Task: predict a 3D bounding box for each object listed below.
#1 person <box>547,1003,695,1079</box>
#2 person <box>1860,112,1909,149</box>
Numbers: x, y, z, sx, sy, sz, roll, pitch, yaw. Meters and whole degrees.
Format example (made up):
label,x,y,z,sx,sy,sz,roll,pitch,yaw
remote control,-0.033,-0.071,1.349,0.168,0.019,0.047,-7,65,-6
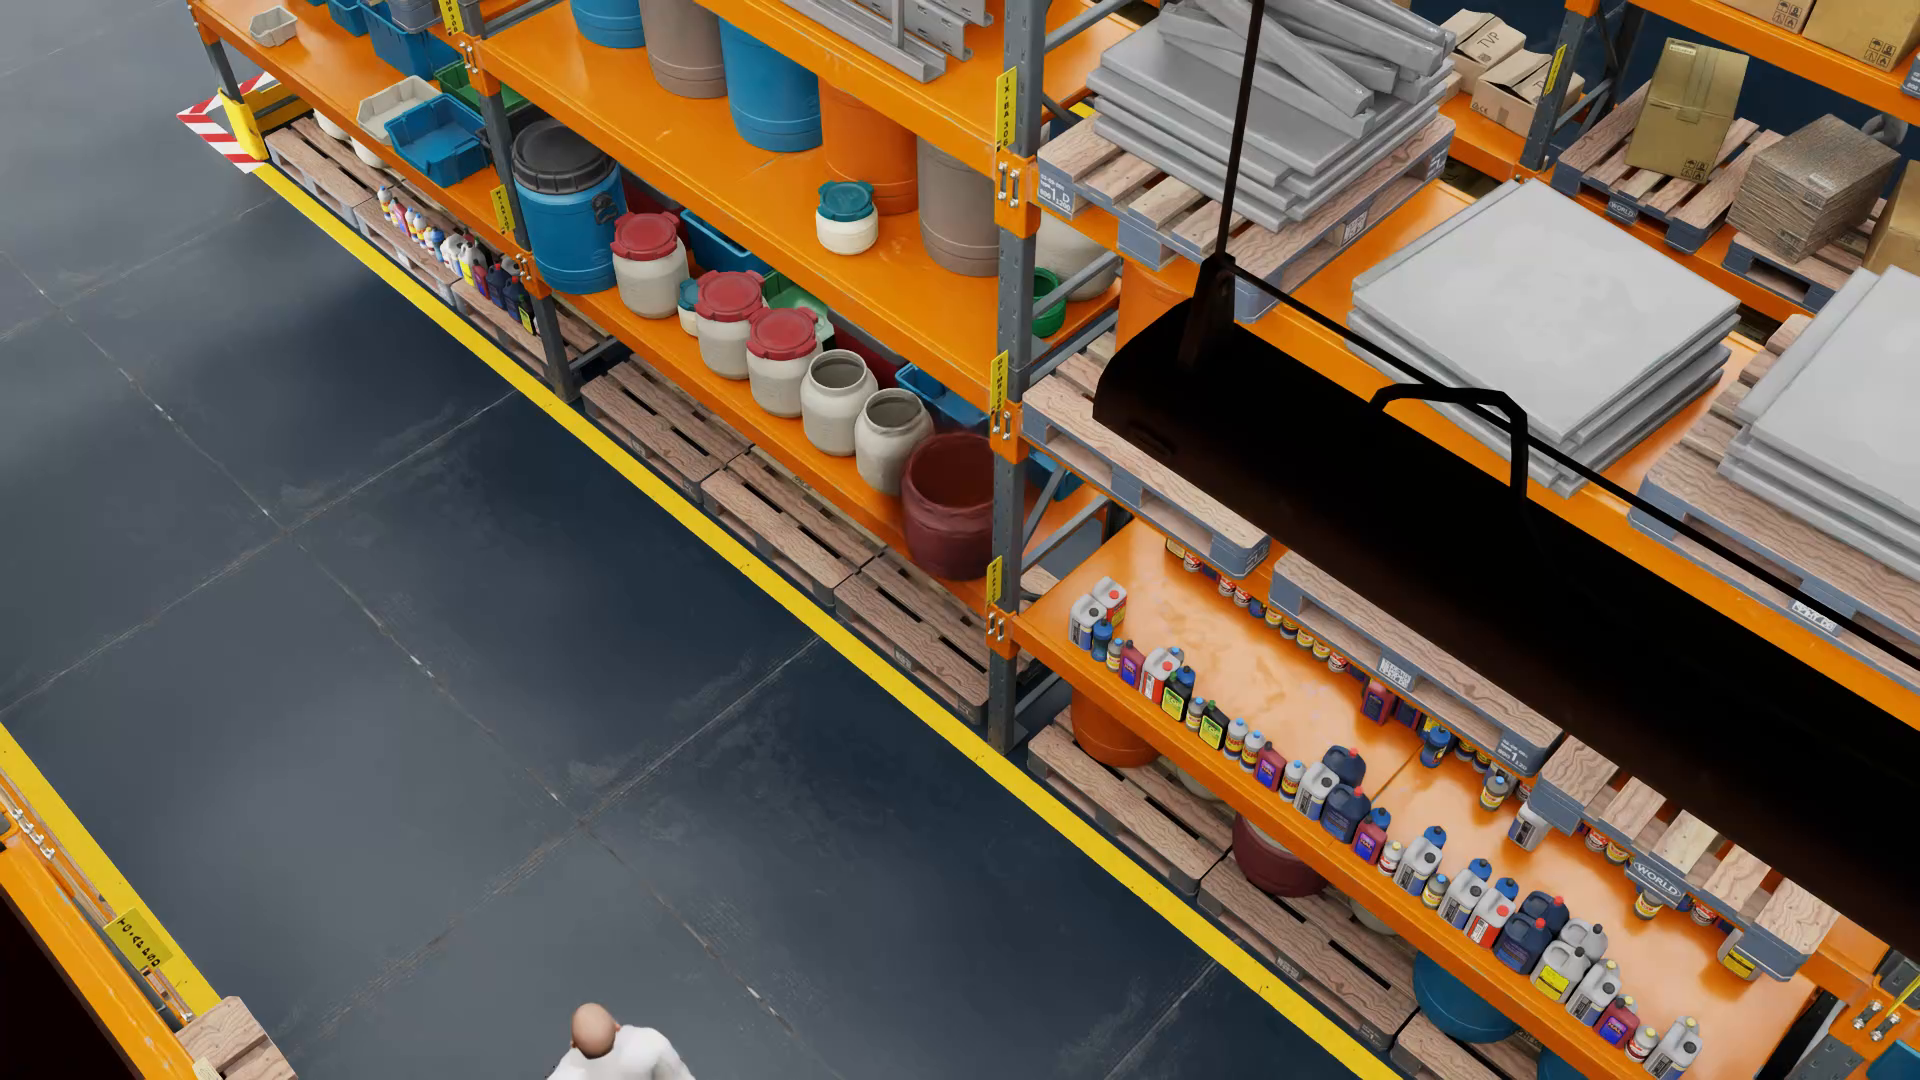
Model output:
label,x,y,z,sx,sy,sz,roll,pitch,yaw
person,-1.485,2.334,7.065,1.125,1.548,0.593,33,57,25
person,6.909,-3.333,12.082,0.465,1.661,0.496,-21,53,-16
